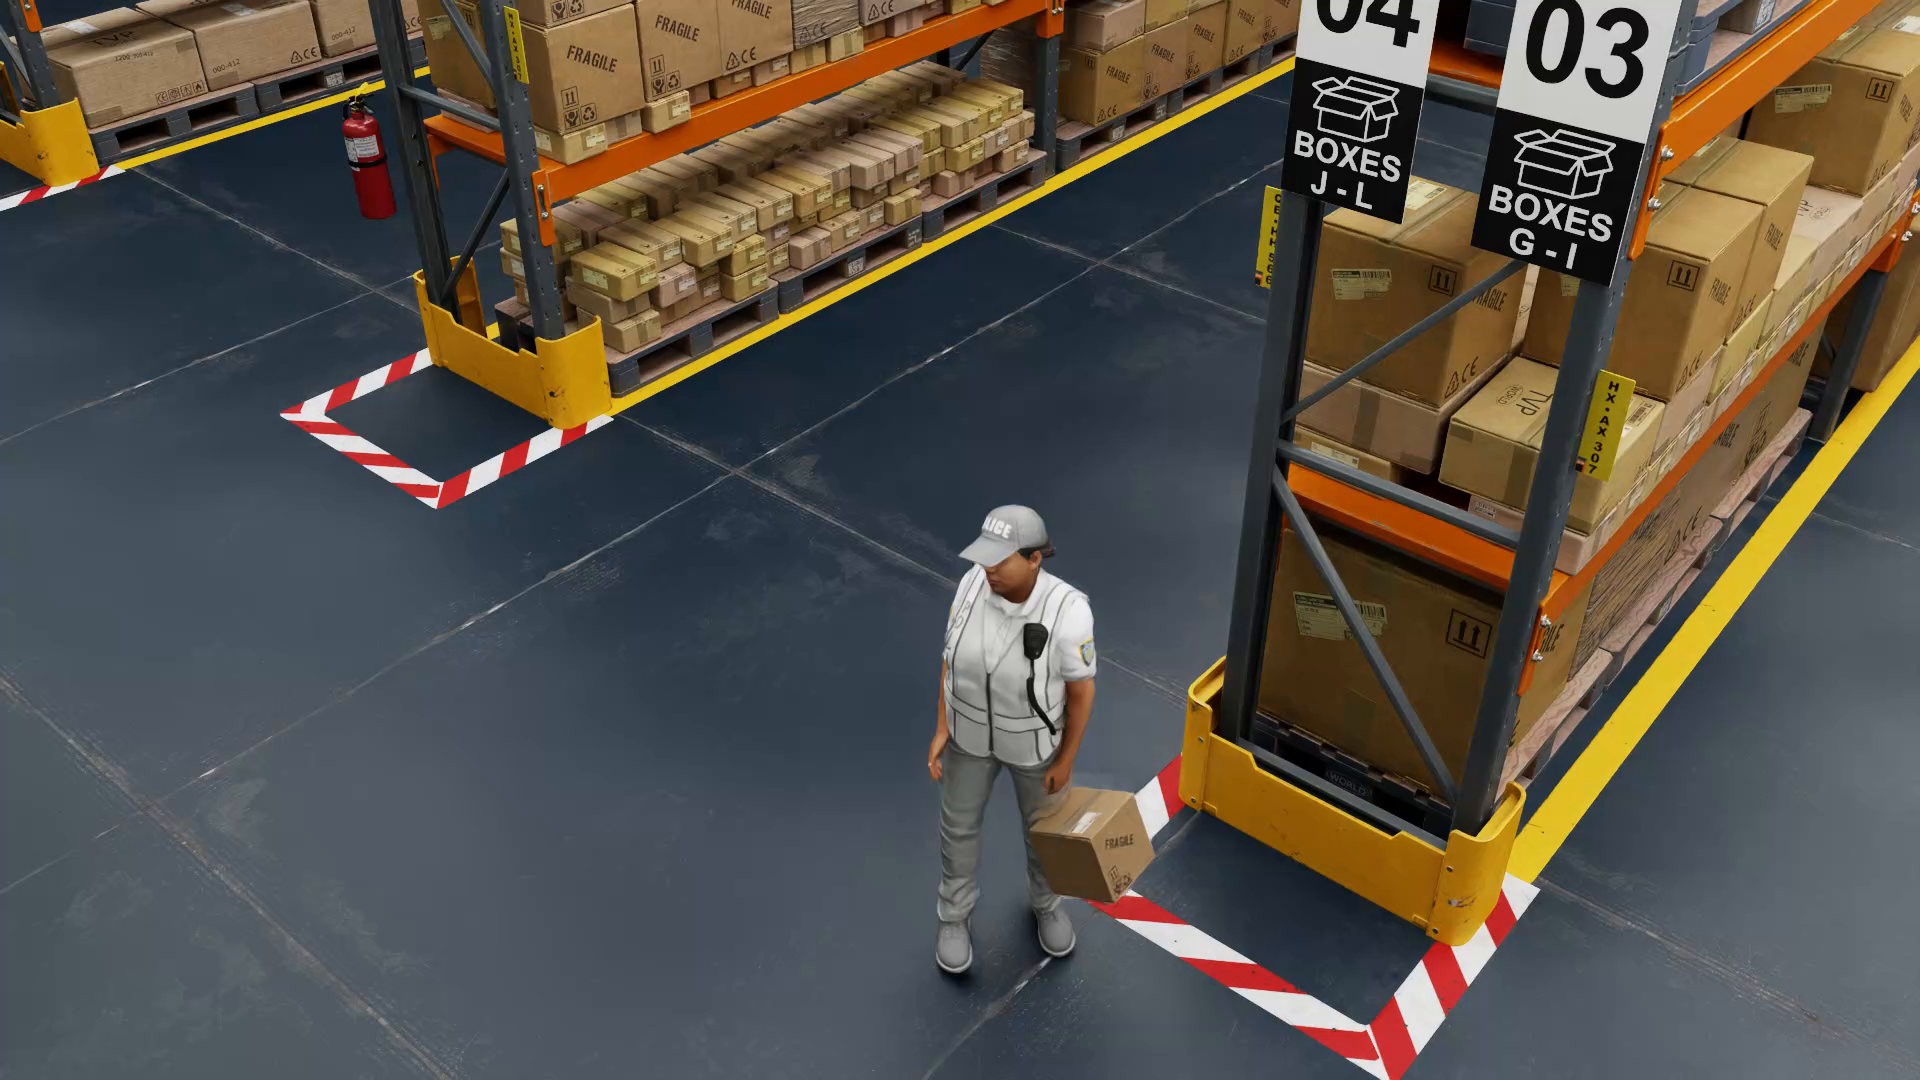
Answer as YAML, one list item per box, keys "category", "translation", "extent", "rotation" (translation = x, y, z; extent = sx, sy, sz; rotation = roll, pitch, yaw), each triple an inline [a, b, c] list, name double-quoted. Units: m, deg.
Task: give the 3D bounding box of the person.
- category: "person"
  translation: [0.085, 0.625, 5.223]
  extent: [0.563, 1.658, 0.591]
  rotation: [-22, 41, -28]
